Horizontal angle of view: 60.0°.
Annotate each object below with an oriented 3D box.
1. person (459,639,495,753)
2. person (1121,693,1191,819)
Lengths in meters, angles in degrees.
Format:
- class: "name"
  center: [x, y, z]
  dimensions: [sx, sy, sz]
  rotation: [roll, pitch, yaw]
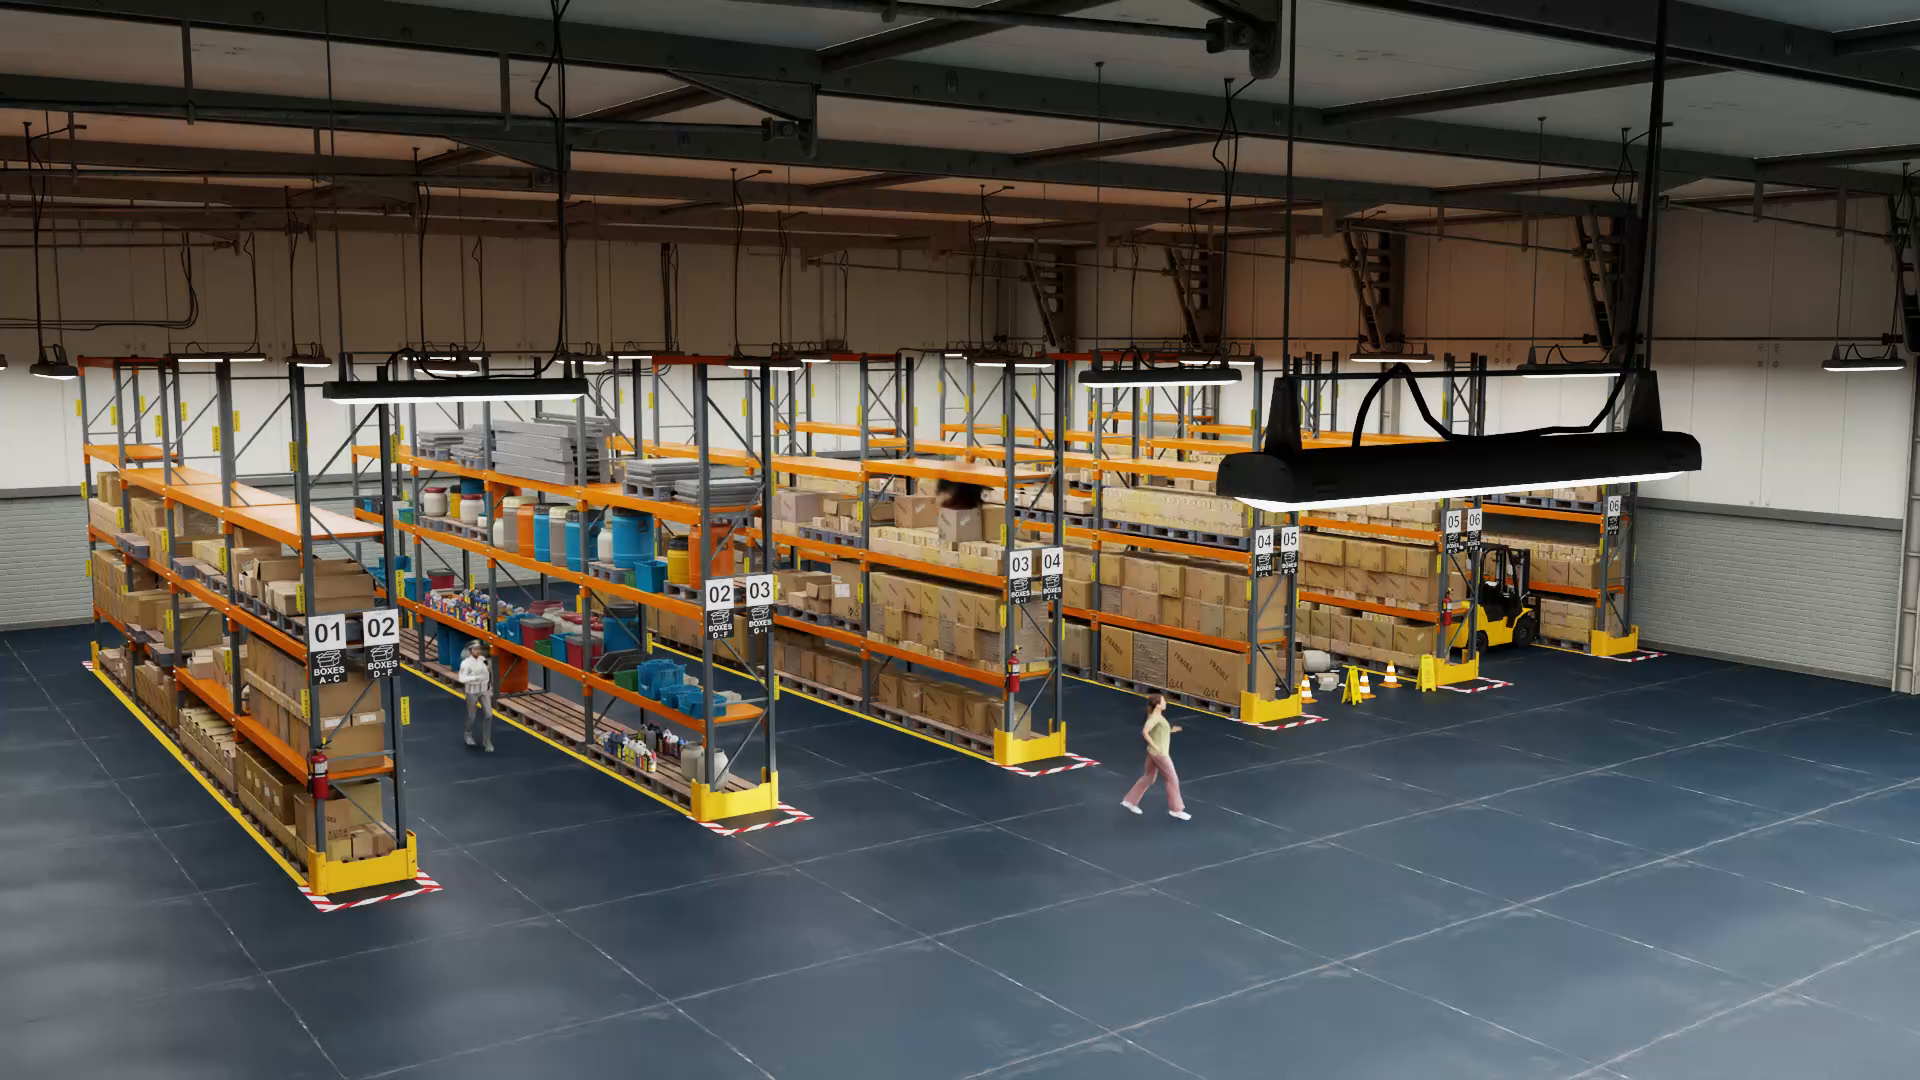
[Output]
- class: "person"
  center: [-7.442, 2.382, 25.621]
  dimensions: [0.596, 1.740, 0.720]
  rotation: [-6, 9, -40]
- class: "person"
  center: [2.588, 2.836, 21.858]
  dimensions: [0.922, 1.685, 0.563]
  rotation: [-1, 7, -7]
